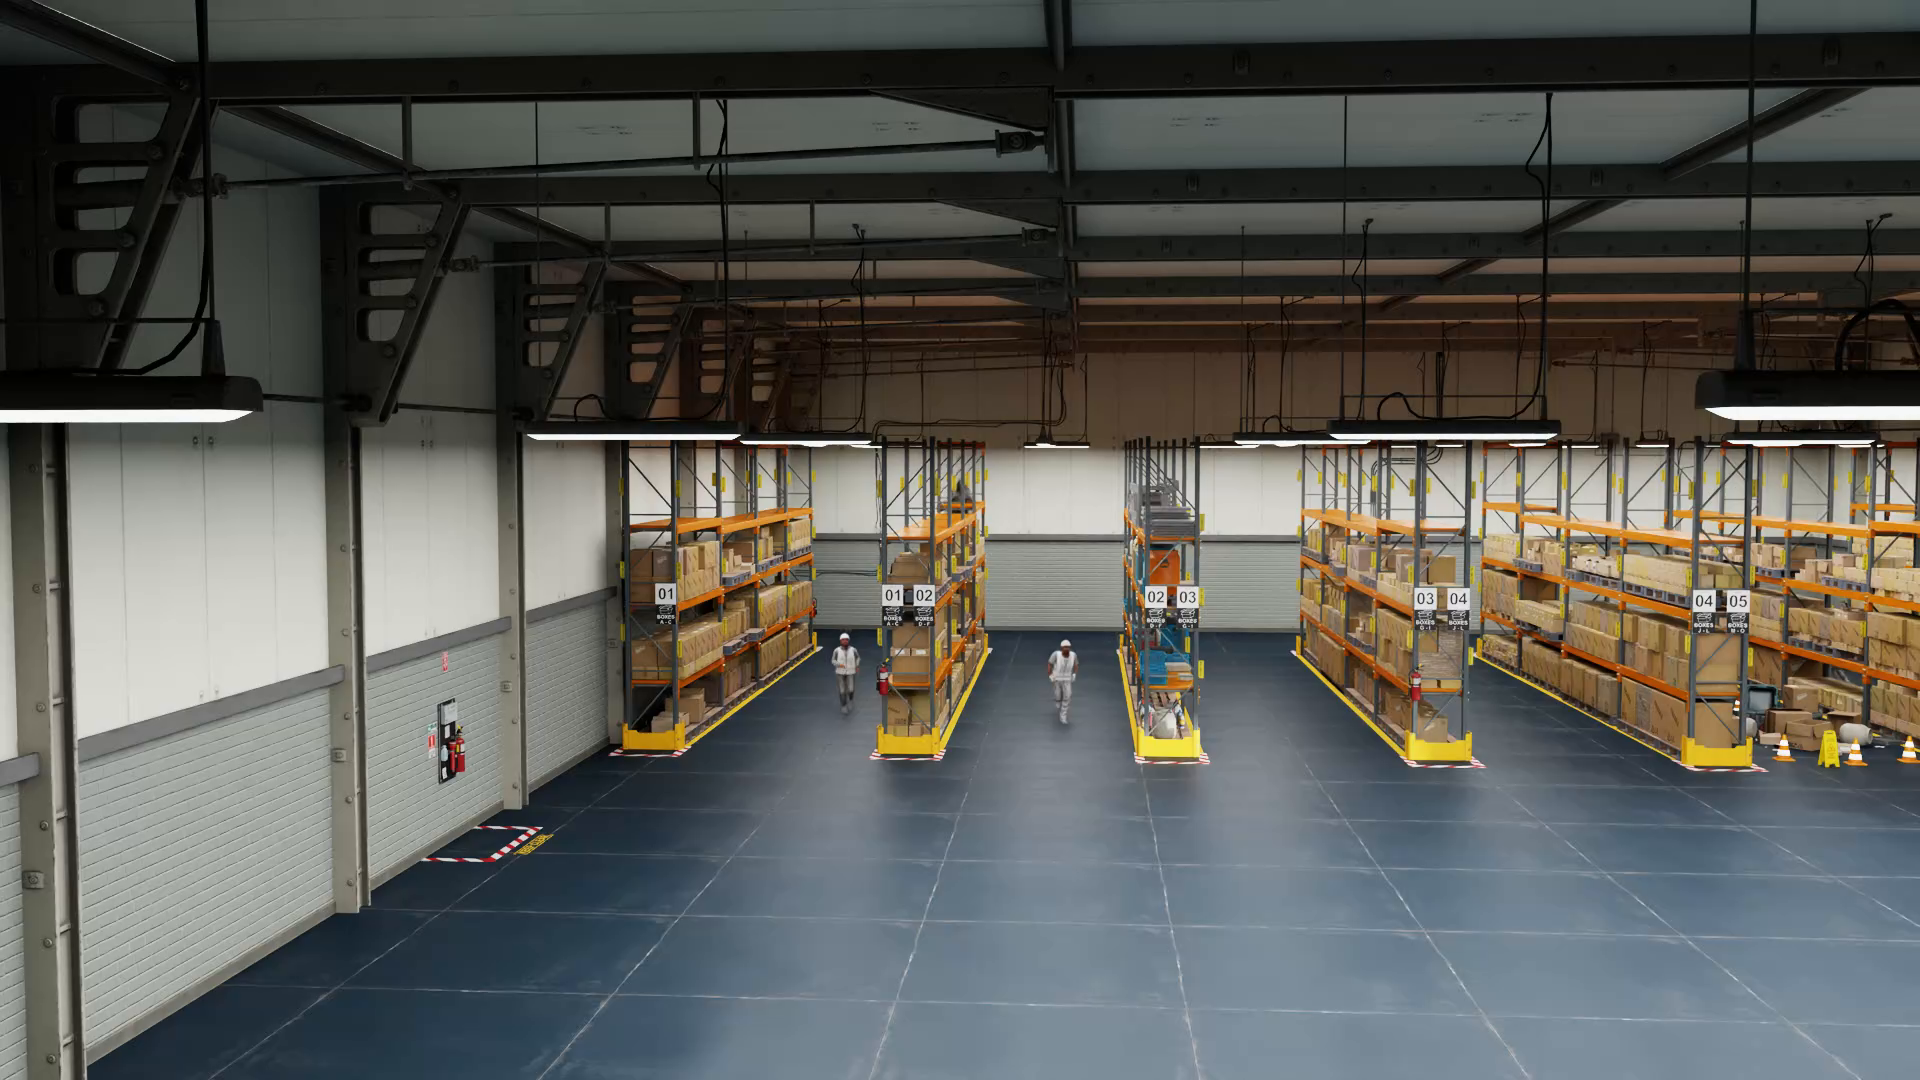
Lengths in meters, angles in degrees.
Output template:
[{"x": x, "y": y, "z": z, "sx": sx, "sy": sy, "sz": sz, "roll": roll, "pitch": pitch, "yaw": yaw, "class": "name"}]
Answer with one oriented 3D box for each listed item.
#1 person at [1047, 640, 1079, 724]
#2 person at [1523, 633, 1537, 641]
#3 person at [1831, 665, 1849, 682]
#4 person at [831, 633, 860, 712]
[{"x": 2.182, "y": 2.983, "z": 35.308, "sx": 0.688, "sy": 1.757, "sz": 0.863, "roll": 0, "pitch": 3, "yaw": -7, "class": "person"}, {"x": 16.243, "y": 2.412, "z": 47.190, "sx": 0.614, "sy": 1.627, "sz": 0.538, "roll": -1, "pitch": 3, "yaw": -19, "class": "person"}, {"x": 21.007, "y": 2.826, "z": 39.705, "sx": 0.546, "sy": 1.562, "sz": 0.496, "roll": 0, "pitch": 3, "yaw": -2, "class": "person"}, {"x": -2.481, "y": 2.908, "z": 36.244, "sx": 0.643, "sy": 1.732, "sz": 0.603, "roll": 0, "pitch": 3, "yaw": -6, "class": "person"}]
